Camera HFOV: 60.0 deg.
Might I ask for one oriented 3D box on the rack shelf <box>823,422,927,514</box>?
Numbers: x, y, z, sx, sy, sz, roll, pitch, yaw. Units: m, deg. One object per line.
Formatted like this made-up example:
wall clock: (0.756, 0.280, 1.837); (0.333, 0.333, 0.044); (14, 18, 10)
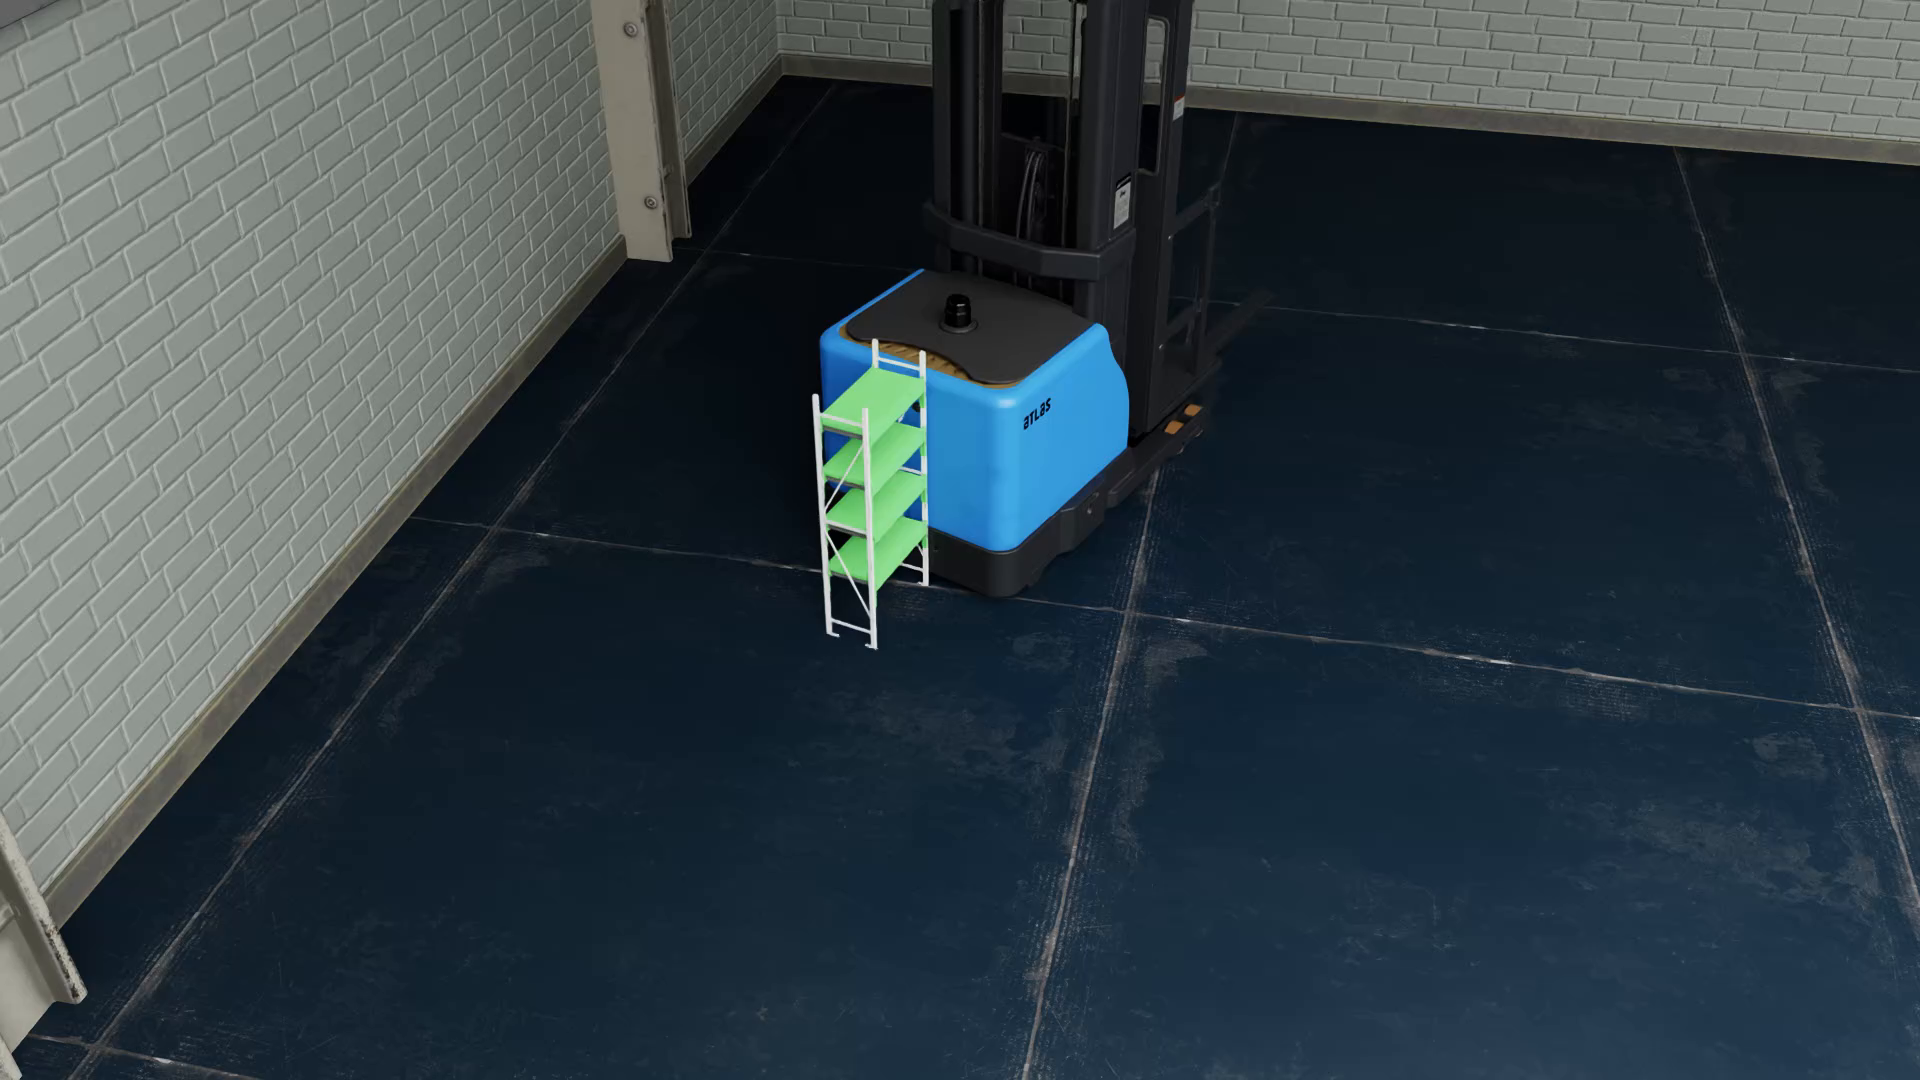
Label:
rack shelf: (-0.359, -0.322, 6.872); (0.258, 0.148, 0.480); (16, 39, 21)

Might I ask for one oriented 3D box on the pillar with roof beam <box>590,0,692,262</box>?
pillar with roof beam: (2.341, -4.920, 6.870); (9.100, 9.000, 0.400); (7, 37, 10)

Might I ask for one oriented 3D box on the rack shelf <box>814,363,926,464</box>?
rack shelf: (-0.359, -0.517, 6.731); (0.258, 0.148, 0.480); (16, 39, 21)

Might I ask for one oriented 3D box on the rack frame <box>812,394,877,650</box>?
rack frame: (-0.465, -0.051, 6.798); (0.240, 1.200, 0.015); (16, 39, 21)

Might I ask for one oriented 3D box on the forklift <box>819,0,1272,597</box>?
forklift: (0.617, -1.760, 7.681); (1.130, 2.935, 3.031); (22, 41, 27)

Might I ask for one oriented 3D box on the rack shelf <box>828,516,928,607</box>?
rack shelf: (-0.359, 0.066, 7.154); (0.258, 0.148, 0.480); (16, 39, 21)

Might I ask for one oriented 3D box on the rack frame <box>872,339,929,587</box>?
rack frame: (-0.252, -0.309, 7.153); (0.240, 1.200, 0.015); (16, 39, 21)

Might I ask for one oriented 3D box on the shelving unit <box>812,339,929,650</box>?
shelving unit: (-0.359, -0.180, 6.976); (0.258, 1.200, 0.503); (16, 39, 21)

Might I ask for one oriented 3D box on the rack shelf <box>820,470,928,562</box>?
rack shelf: (-0.359, -0.128, 7.013); (0.258, 0.148, 0.480); (16, 39, 21)
